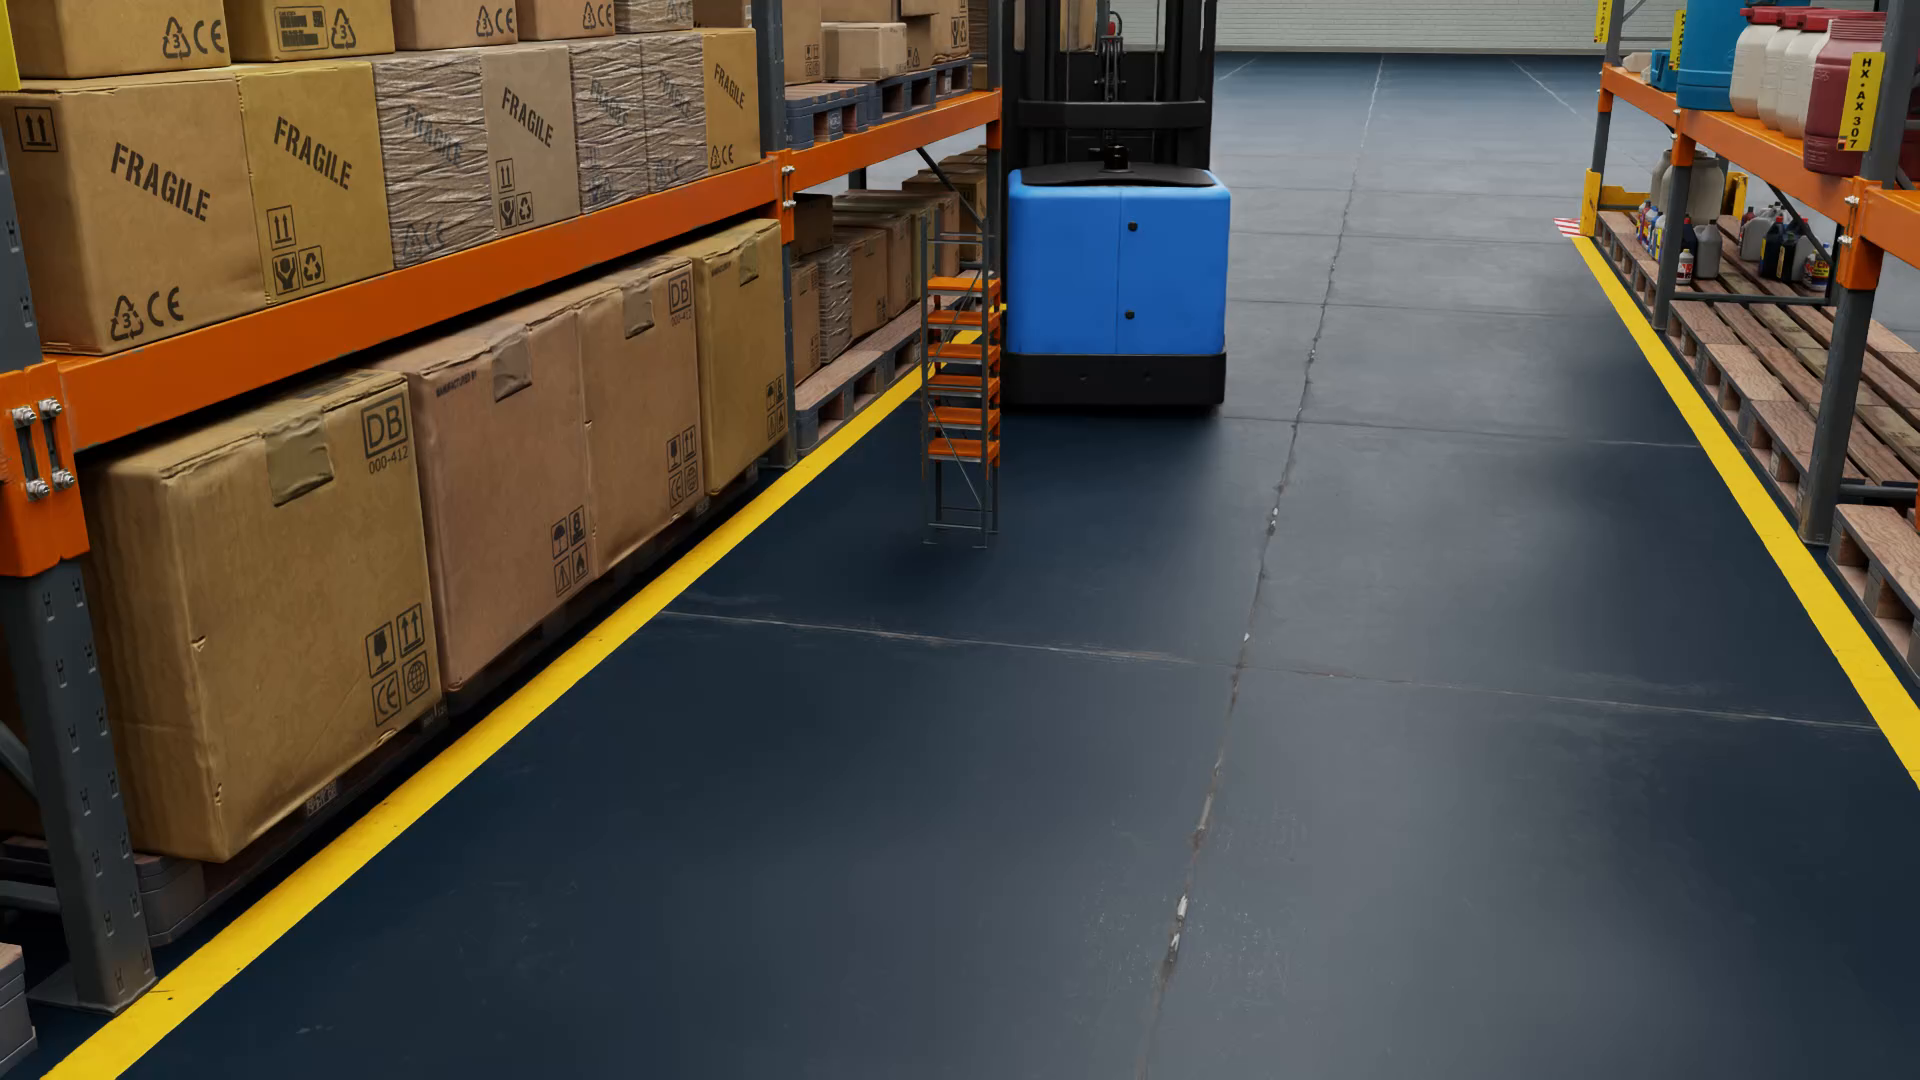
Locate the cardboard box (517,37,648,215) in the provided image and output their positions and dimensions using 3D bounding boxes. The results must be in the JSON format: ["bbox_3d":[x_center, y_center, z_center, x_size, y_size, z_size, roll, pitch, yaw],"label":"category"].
[{"bbox_3d":[-1.329,-1.321,5.259,0.500,0.500,0.500,4,19,12],"label":"cardboard box"}]

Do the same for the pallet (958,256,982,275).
[{"bbox_3d":[-0.090,-1.914,11.465,1.003,0.211,1.213,5,19,13],"label":"pallet"}]

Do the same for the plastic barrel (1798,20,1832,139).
[{"bbox_3d":[3.753,-1.900,6.935,0.421,0.512,0.421,0,19,0],"label":"plastic barrel"}]

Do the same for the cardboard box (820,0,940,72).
[{"bbox_3d":[-0.554,-2.717,8.693,0.797,0.503,0.637,7,20,19],"label":"cardboard box"}]

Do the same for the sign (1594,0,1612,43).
[{"bbox_3d":[5.028,-4.059,13.001,0.100,0.325,0.005,5,19,13],"label":"sign"}]

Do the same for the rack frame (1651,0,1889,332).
[{"bbox_3d":[4.583,-2.629,9.244,1.000,3.000,0.127,5,19,13],"label":"rack frame"}]

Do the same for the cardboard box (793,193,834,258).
[{"bbox_3d":[-0.943,-1.526,8.041,0.500,0.250,0.500,7,20,20],"label":"cardboard box"}]

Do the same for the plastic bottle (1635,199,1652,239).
[{"bbox_3d":[4.815,-2.256,11.693,0.097,0.271,0.097,0,19,0],"label":"plastic bottle"}]

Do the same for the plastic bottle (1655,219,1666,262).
[{"bbox_3d":[4.587,-1.970,10.731,0.144,0.351,0.185,5,19,13],"label":"plastic bottle"}]

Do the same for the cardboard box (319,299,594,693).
[{"bbox_3d":[-1.820,-0.188,4.736,1.225,0.875,0.875,4,19,11],"label":"cardboard box"}]

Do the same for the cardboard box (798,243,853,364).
[{"bbox_3d":[-0.930,-1.178,8.183,0.700,0.500,0.500,3,19,9],"label":"cardboard box"}]

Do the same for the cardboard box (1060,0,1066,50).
[{"bbox_3d":[0.293,-3.817,12.106,0.875,0.500,0.500,5,19,13],"label":"cardboard box"}]

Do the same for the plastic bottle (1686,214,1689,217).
[{"bbox_3d":[4.734,-1.980,10.866,0.061,0.283,0.133,5,19,13],"label":"plastic bottle"}]

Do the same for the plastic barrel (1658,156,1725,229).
[{"bbox_3d":[5.351,-2.535,12.167,0.421,0.512,0.421,0,19,0],"label":"plastic barrel"}]

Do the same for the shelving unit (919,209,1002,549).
[{"bbox_3d":[0.004,-0.572,6.007,0.258,1.200,0.189,5,19,13],"label":"shelving unit"}]

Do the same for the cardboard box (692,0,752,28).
[{"bbox_3d":[-1.104,-2.185,7.139,0.500,0.500,0.500,2,19,7],"label":"cardboard box"}]

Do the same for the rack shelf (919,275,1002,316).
[{"bbox_3d":[0.004,-0.871,5.905,0.258,0.103,0.180,5,19,13],"label":"rack shelf"}]

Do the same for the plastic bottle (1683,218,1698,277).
[{"bbox_3d":[4.461,-1.808,10.259,0.144,0.351,0.185,4,19,12],"label":"plastic bottle"}]

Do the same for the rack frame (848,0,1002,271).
[{"bbox_3d":[-0.220,-3.020,10.389,1.000,3.000,0.127,5,19,13],"label":"rack frame"}]

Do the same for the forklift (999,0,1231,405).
[{"bbox_3d":[0.762,-2.444,8.809,1.130,2.935,3.031,0,19,1],"label":"forklift"}]

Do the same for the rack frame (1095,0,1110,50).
[{"bbox_3d":[0.757,-4.274,14.060,1.000,3.000,0.127,5,19,13],"label":"rack frame"}]

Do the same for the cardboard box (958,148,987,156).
[{"bbox_3d":[0.304,-2.711,12.700,0.500,0.500,0.500,7,20,18],"label":"cardboard box"}]

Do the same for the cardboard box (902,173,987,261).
[{"bbox_3d":[-0.083,-2.158,11.083,0.500,0.500,0.500,4,19,12],"label":"cardboard box"}]

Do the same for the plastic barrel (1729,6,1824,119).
[{"bbox_3d":[4.137,-2.411,8.395,0.433,0.535,0.433,0,19,0],"label":"plastic barrel"}]

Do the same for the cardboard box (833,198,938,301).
[{"bbox_3d":[-0.526,-1.707,9.730,0.700,0.500,0.500,5,19,13],"label":"cardboard box"}]

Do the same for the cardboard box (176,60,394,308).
[{"bbox_3d":[-1.698,-0.842,3.858,0.500,0.500,0.500,5,19,13],"label":"cardboard box"}]

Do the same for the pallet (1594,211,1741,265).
[{"bbox_3d":[5.384,-2.281,12.541,1.003,0.211,1.213,5,19,13],"label":"pallet"}]

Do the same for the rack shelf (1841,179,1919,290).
[{"bbox_3d":[3.117,-0.408,3.855,1.077,0.370,4.000,5,19,13],"label":"rack shelf"}]

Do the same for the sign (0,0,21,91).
[{"bbox_3d":[-1.636,-0.917,2.769,0.100,0.325,0.005,5,19,13],"label":"sign"}]

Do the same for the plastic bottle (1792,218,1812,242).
[{"bbox_3d":[5.183,-1.804,10.246,0.144,0.351,0.185,5,20,15],"label":"plastic bottle"}]

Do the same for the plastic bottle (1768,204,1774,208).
[{"bbox_3d":[5.526,-2.157,11.385,0.061,0.283,0.133,5,20,15],"label":"plastic bottle"}]

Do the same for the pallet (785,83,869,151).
[{"bbox_3d":[-1.126,-1.908,7.428,1.213,0.211,1.003,5,19,13],"label":"pallet"}]

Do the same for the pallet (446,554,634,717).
[{"bbox_3d":[-1.763,0.175,5.347,1.003,0.211,1.213,5,19,13],"label":"pallet"}]

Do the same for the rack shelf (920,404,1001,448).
[{"bbox_3d":[0.004,-0.417,6.060,0.258,0.103,0.180,5,19,13],"label":"rack shelf"}]

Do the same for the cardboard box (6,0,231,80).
[{"bbox_3d":[-2.026,-1.236,3.458,0.797,0.503,0.637,4,19,12],"label":"cardboard box"}]

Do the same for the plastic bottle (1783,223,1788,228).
[{"bbox_3d":[5.228,-1.875,10.576,0.097,0.271,0.097,0,19,0],"label":"plastic bottle"}]

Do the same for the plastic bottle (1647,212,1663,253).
[{"bbox_3d":[4.657,-2.054,11.101,0.097,0.271,0.097,0,19,0],"label":"plastic bottle"}]

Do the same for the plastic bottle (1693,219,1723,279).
[{"bbox_3d":[4.601,-1.797,10.225,0.144,0.351,0.185,5,19,13],"label":"plastic bottle"}]

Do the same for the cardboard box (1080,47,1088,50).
[{"bbox_3d":[0.815,-3.889,13.321,0.380,0.149,0.250,5,19,13],"label":"cardboard box"}]

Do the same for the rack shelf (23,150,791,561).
[{"bbox_3d":[-1.686,-0.799,5.000,1.077,0.370,4.000,5,19,13],"label":"rack shelf"}]

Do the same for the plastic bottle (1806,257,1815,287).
[{"bbox_3d":[5.111,-1.610,9.910,0.097,0.201,0.097,0,19,0],"label":"plastic bottle"}]

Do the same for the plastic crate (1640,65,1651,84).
[{"bbox_3d":[4.734,-3.033,10.835,0.530,0.136,0.437,5,19,13],"label":"plastic crate"}]

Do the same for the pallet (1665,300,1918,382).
[{"bbox_3d":[4.429,-1.060,8.965,1.003,0.211,1.213,5,19,13],"label":"pallet"}]

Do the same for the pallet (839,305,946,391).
[{"bbox_3d":[-0.705,-1.073,9.002,1.003,0.211,1.213,5,19,13],"label":"pallet"}]

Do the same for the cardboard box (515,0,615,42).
[{"bbox_3d":[-1.553,-1.857,5.276,0.797,0.503,0.637,5,20,15],"label":"cardboard box"}]

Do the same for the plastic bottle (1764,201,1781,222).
[{"bbox_3d":[5.378,-2.055,10.980,0.144,0.351,0.185,5,20,16],"label":"plastic bottle"}]

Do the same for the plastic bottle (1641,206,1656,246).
[{"bbox_3d":[4.731,-2.149,11.378,0.097,0.271,0.097,0,19,0],"label":"plastic bottle"}]
